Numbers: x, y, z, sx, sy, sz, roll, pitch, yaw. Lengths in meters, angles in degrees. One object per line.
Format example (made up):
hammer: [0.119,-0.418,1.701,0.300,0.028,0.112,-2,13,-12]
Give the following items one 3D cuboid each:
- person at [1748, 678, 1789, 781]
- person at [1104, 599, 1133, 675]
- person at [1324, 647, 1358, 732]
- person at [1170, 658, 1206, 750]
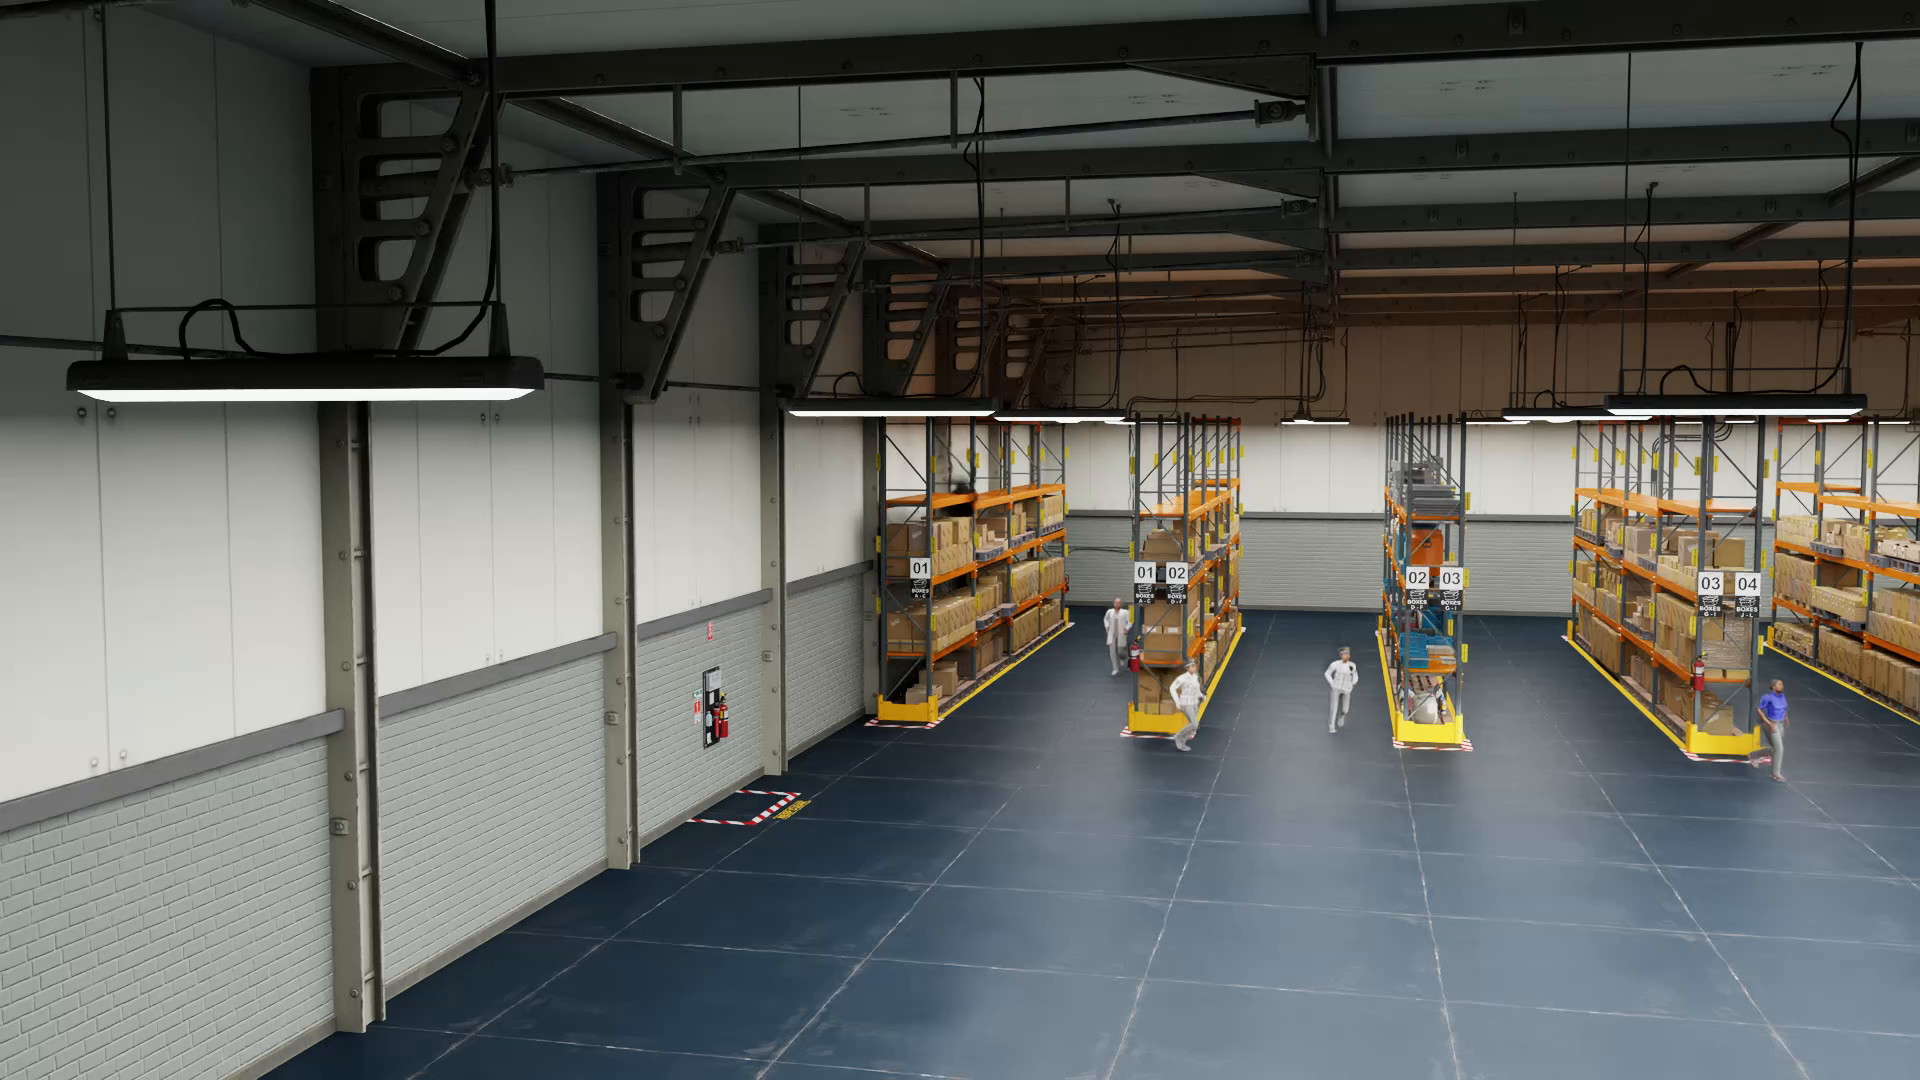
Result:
person: [13.248,3.069,27.219,0.578,1.657,0.740,-2,4,-29]
person: [3.671,2.246,38.779,0.711,1.745,0.856,1,4,18]
person: [7.164,2.801,31.273,0.609,1.615,0.534,0,4,5]
person: [4.071,2.904,29.314,0.606,1.648,0.555,-4,5,-45]
